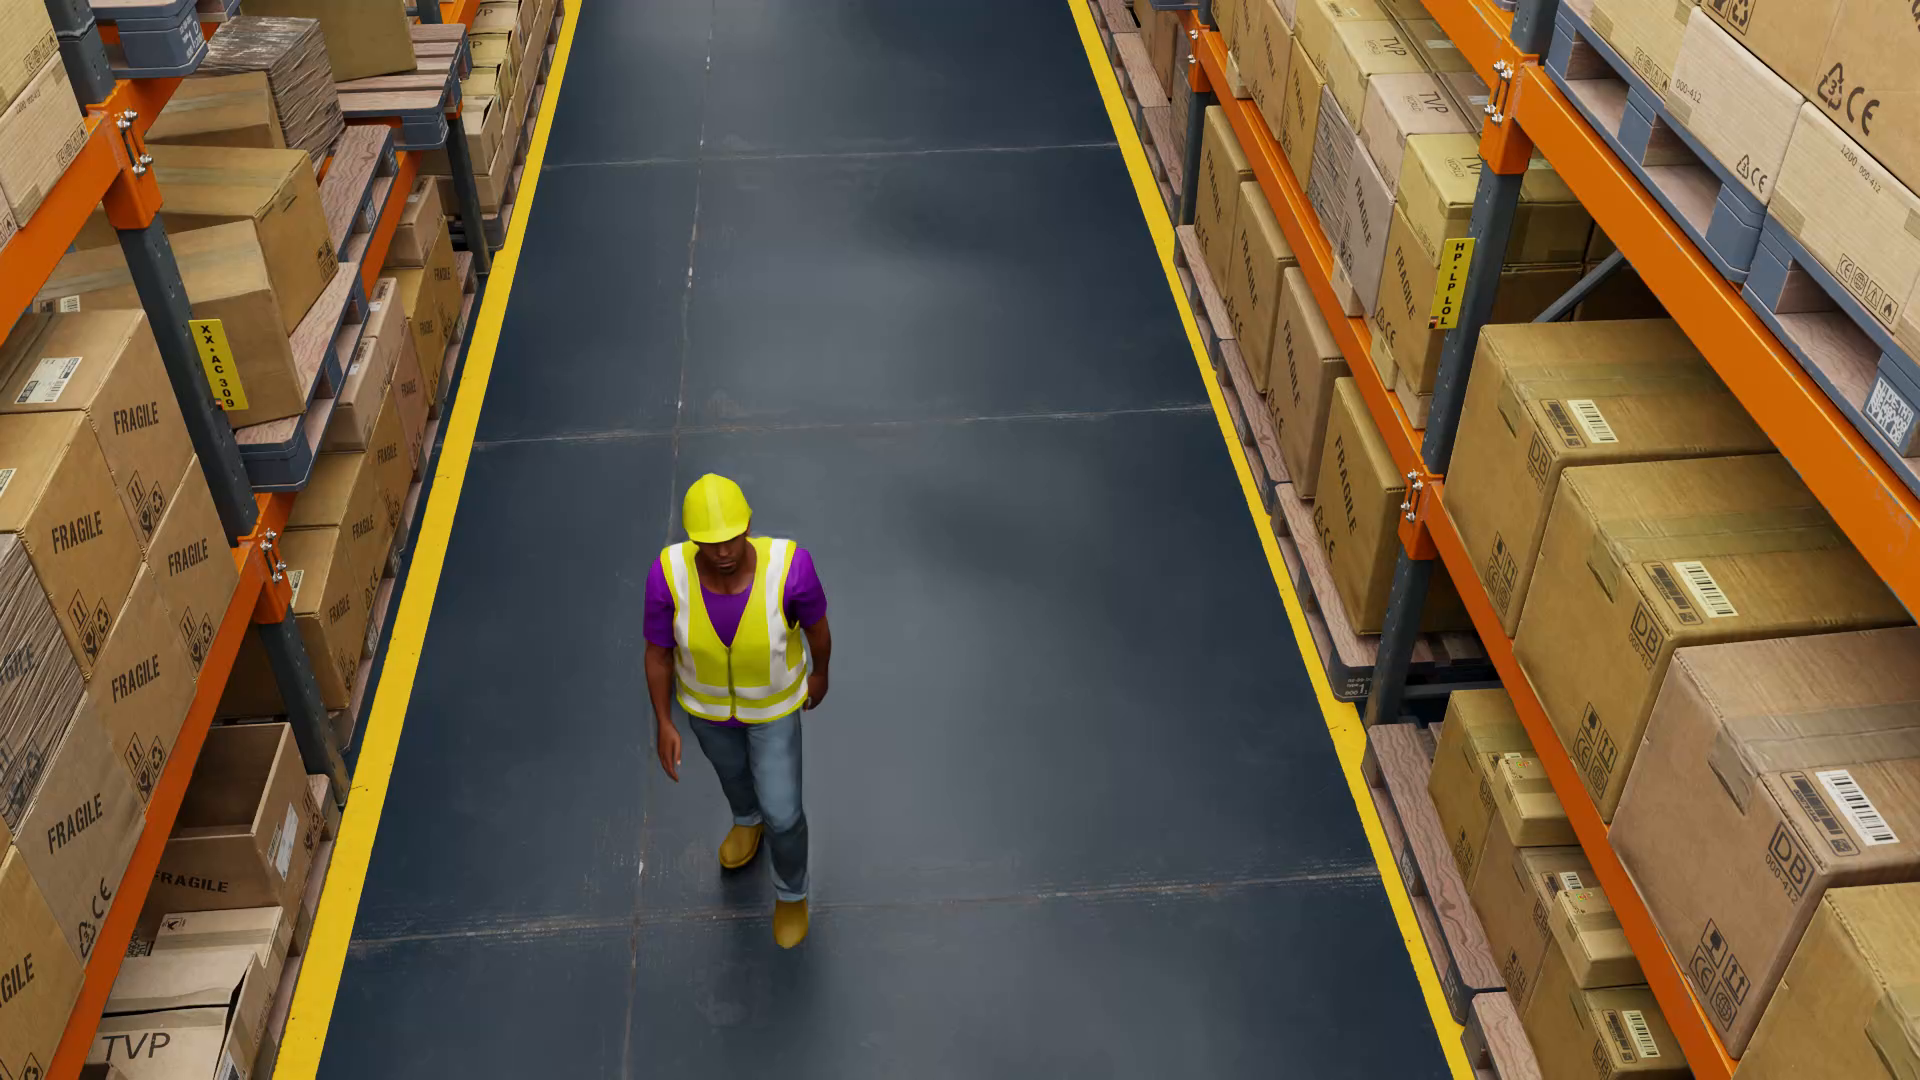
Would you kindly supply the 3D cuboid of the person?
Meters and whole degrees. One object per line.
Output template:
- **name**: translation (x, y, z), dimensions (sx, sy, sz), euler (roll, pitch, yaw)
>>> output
- **person**: translation (-0.718, 0.554, 5.469), dimensions (0.573, 1.830, 0.607), euler (3, 39, 3)
